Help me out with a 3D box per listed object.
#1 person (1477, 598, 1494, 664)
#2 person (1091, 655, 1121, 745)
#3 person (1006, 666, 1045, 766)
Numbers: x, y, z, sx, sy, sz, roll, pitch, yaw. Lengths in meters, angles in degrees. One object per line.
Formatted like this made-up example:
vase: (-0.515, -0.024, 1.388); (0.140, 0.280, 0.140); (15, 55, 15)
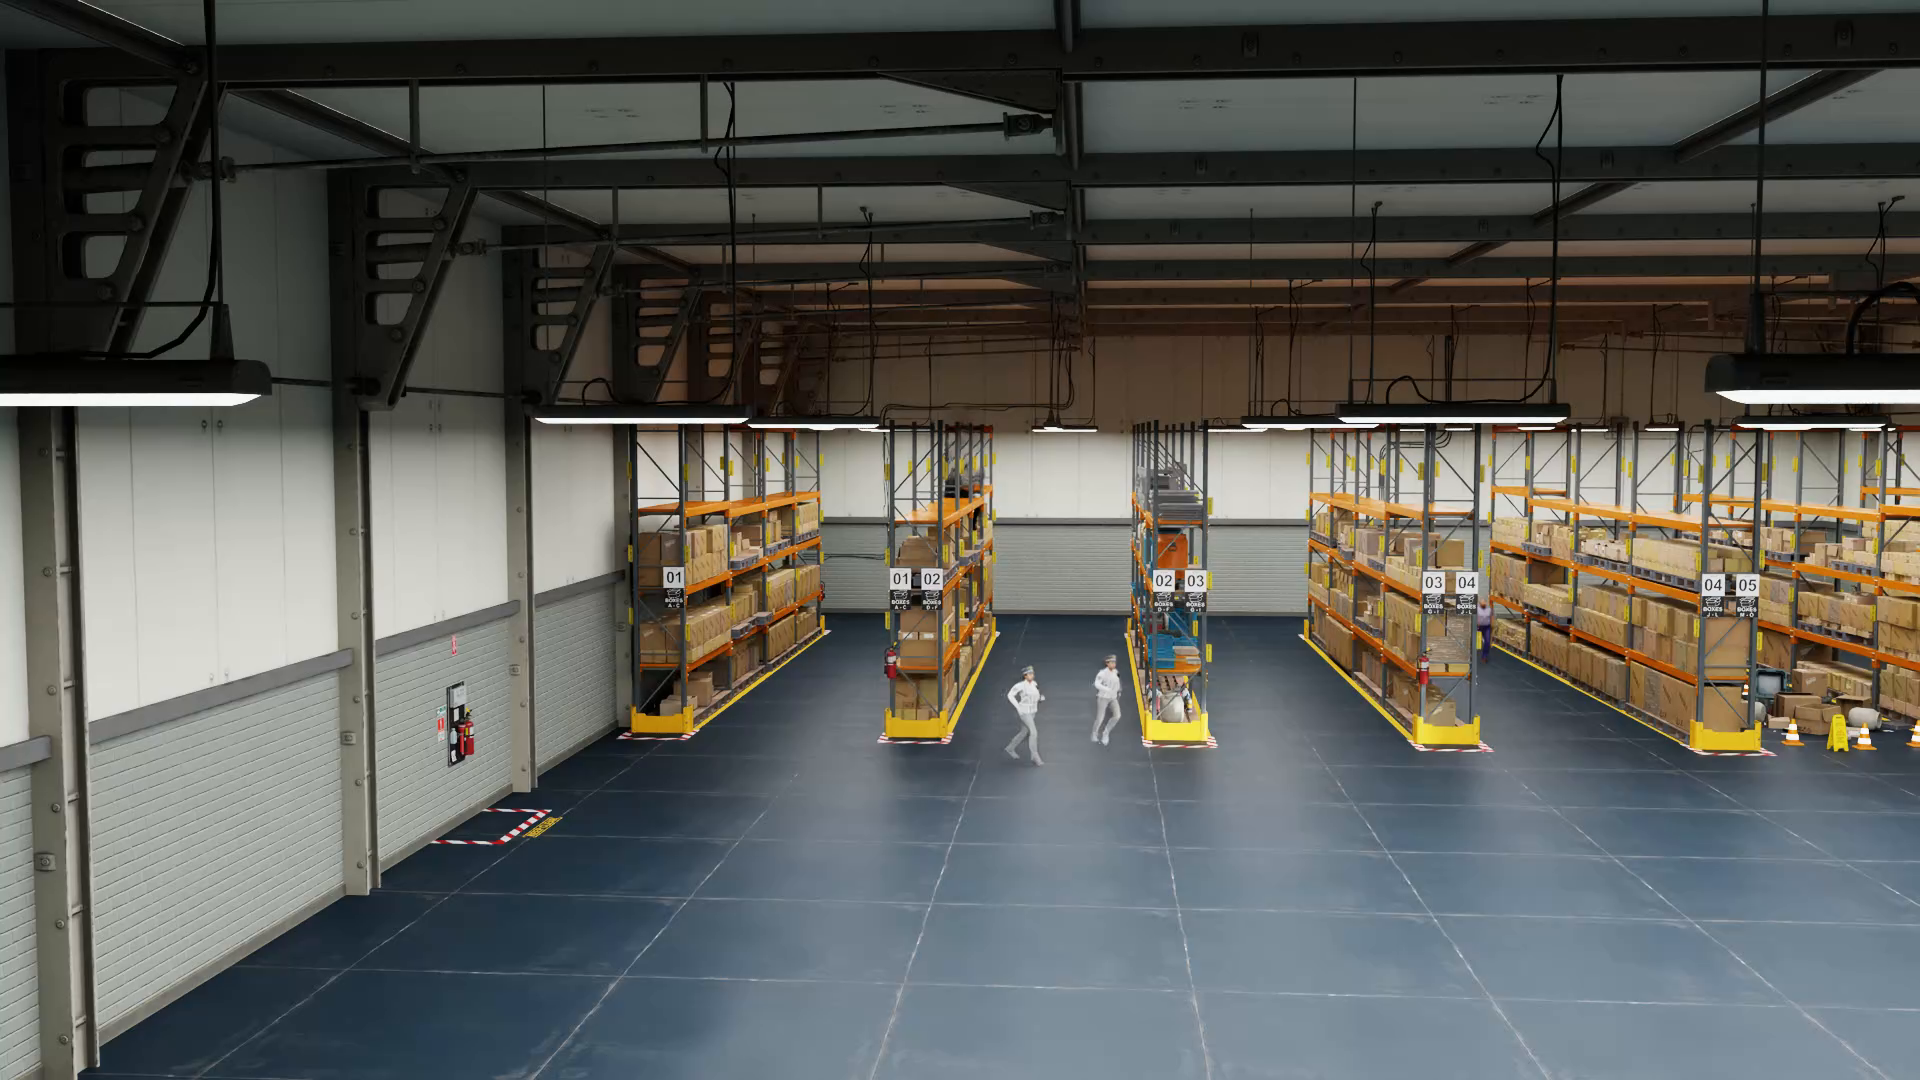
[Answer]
person: (13.207, 2.276, 42.000); (0.616, 1.631, 0.764); (0, 4, 4)
person: (2.759, 2.948, 30.829); (0.685, 1.661, 0.650); (-2, 4, -27)
person: (1.161, 3.045, 28.997); (0.840, 1.732, 0.576); (3, 4, 36)
